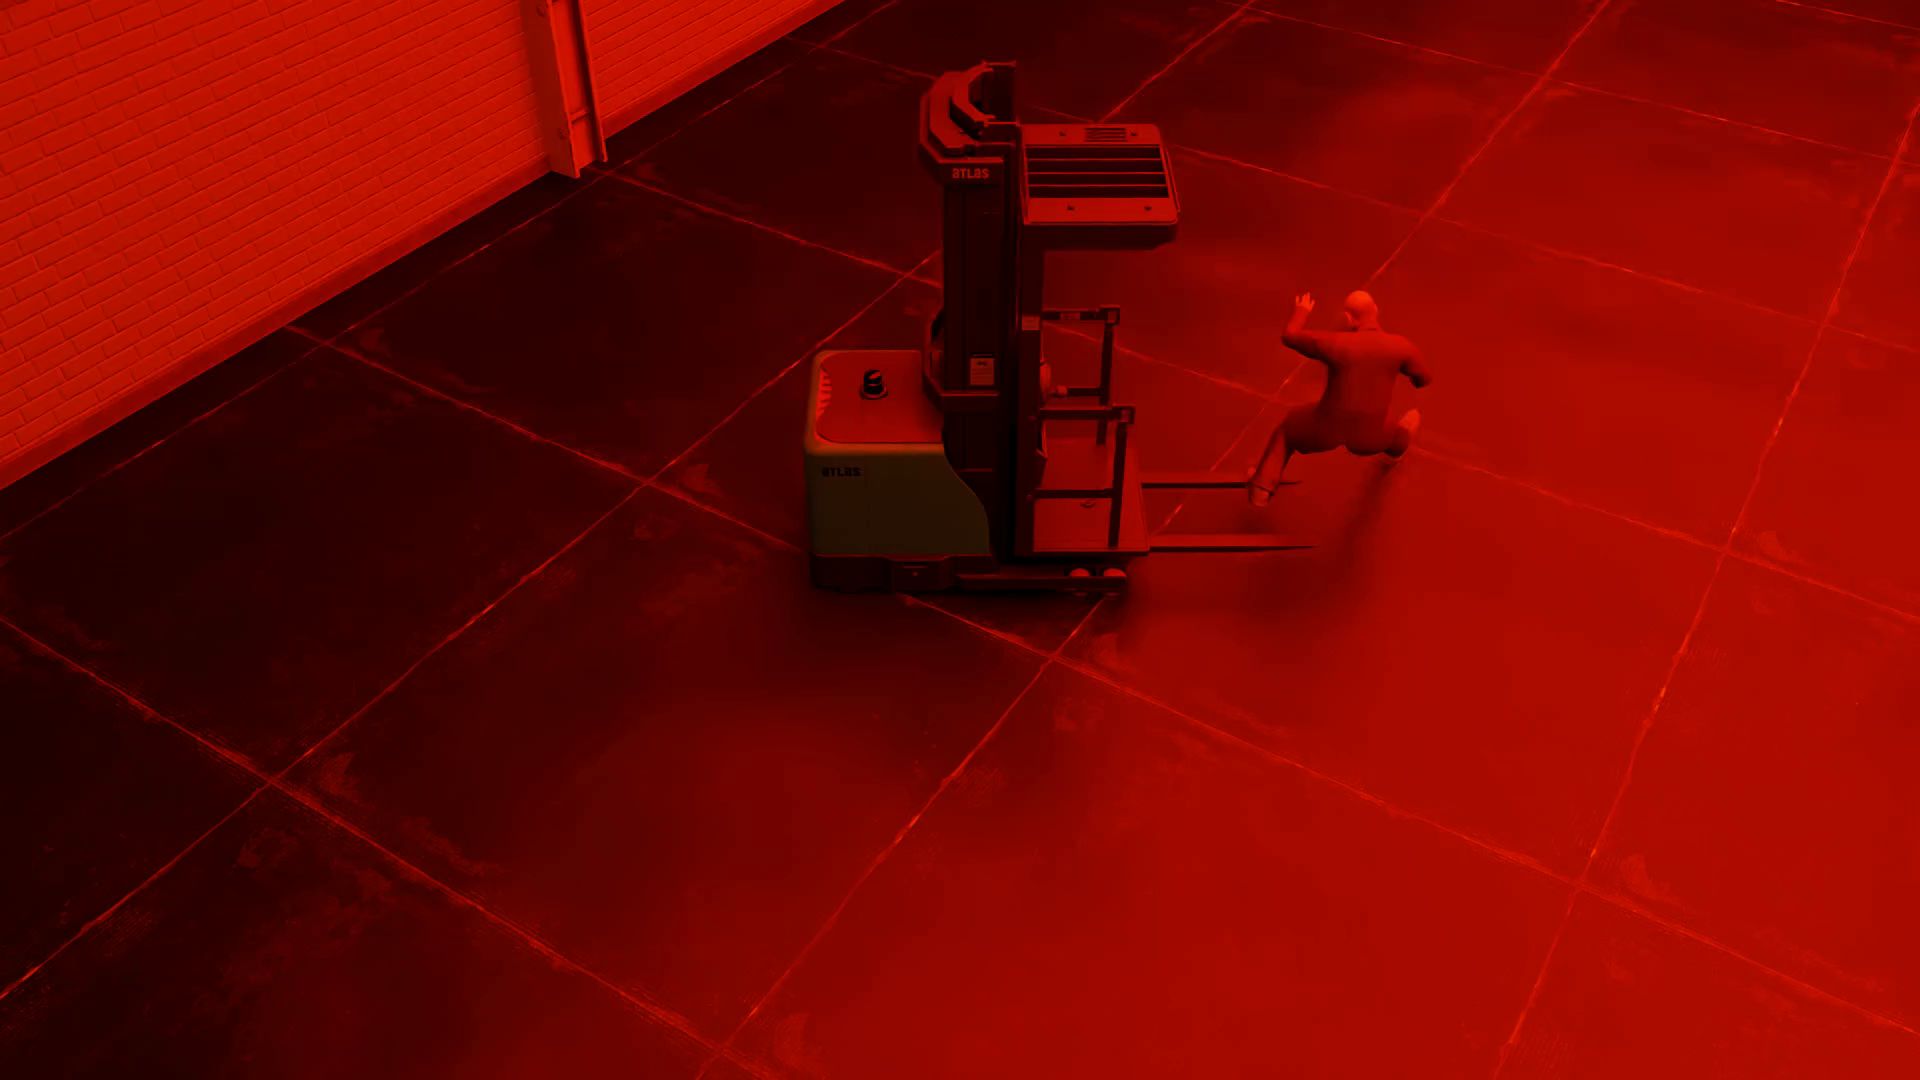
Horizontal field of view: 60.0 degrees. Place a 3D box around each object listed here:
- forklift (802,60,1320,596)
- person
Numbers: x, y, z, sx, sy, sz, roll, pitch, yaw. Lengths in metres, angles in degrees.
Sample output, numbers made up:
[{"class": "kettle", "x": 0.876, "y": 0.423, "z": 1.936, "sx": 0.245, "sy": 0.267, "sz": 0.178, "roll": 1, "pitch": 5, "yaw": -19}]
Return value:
[{"class": "forklift", "x": 0.619, "y": -1.131, "z": 9.302, "sx": 3.031, "sy": 2.935, "sz": 1.130, "roll": 0, "pitch": 40, "yaw": 0}, {"class": "person", "x": 2.362, "y": -0.917, "z": 10.187, "sx": 1.091, "sy": 1.428, "sz": 1.150, "roll": 7, "pitch": 41, "yaw": 9}]
